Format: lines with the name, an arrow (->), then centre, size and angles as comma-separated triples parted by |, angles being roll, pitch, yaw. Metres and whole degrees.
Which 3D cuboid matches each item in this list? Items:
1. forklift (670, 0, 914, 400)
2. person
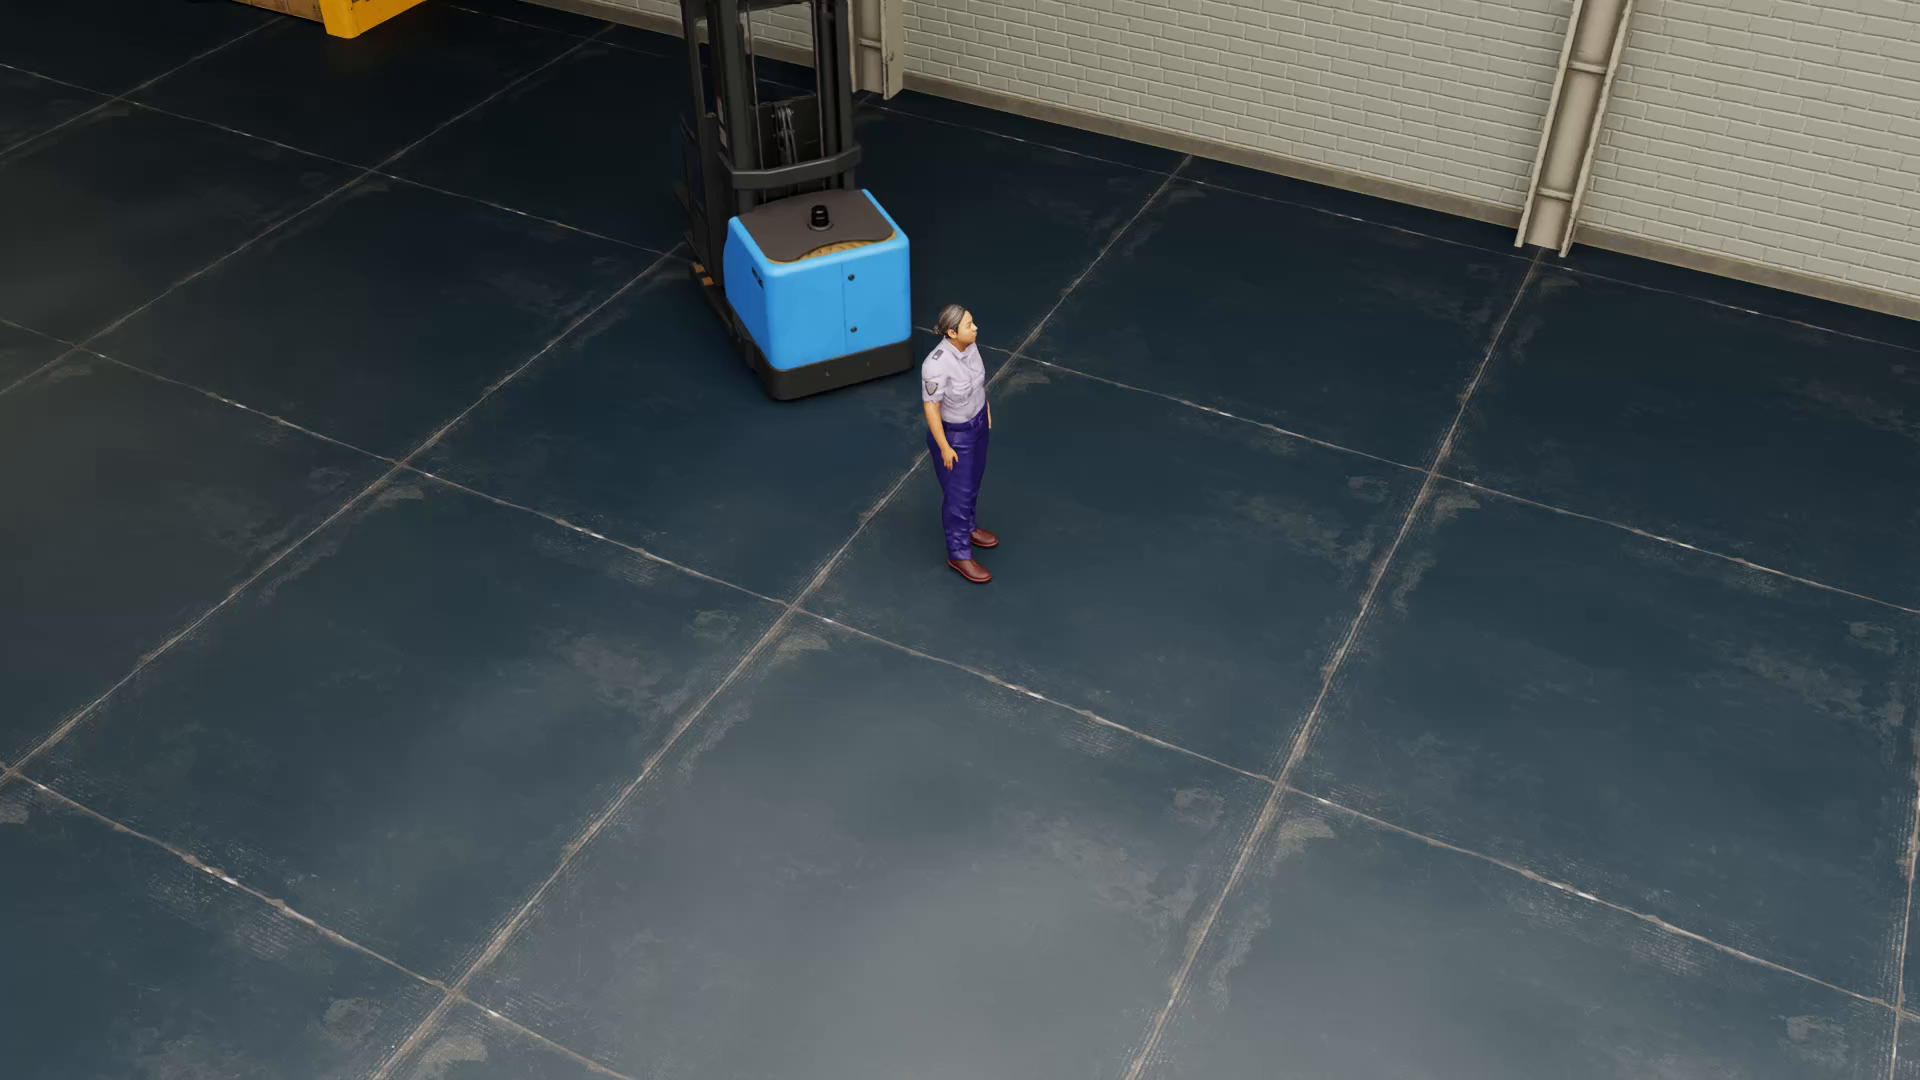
forklift -> -1.388, -3.020, 11.573 | 1.130, 2.935, 3.031 | -16, 43, -18
person -> 0.069, -0.597, 9.680 | 0.503, 1.650, 0.599 | 18, 43, 21
